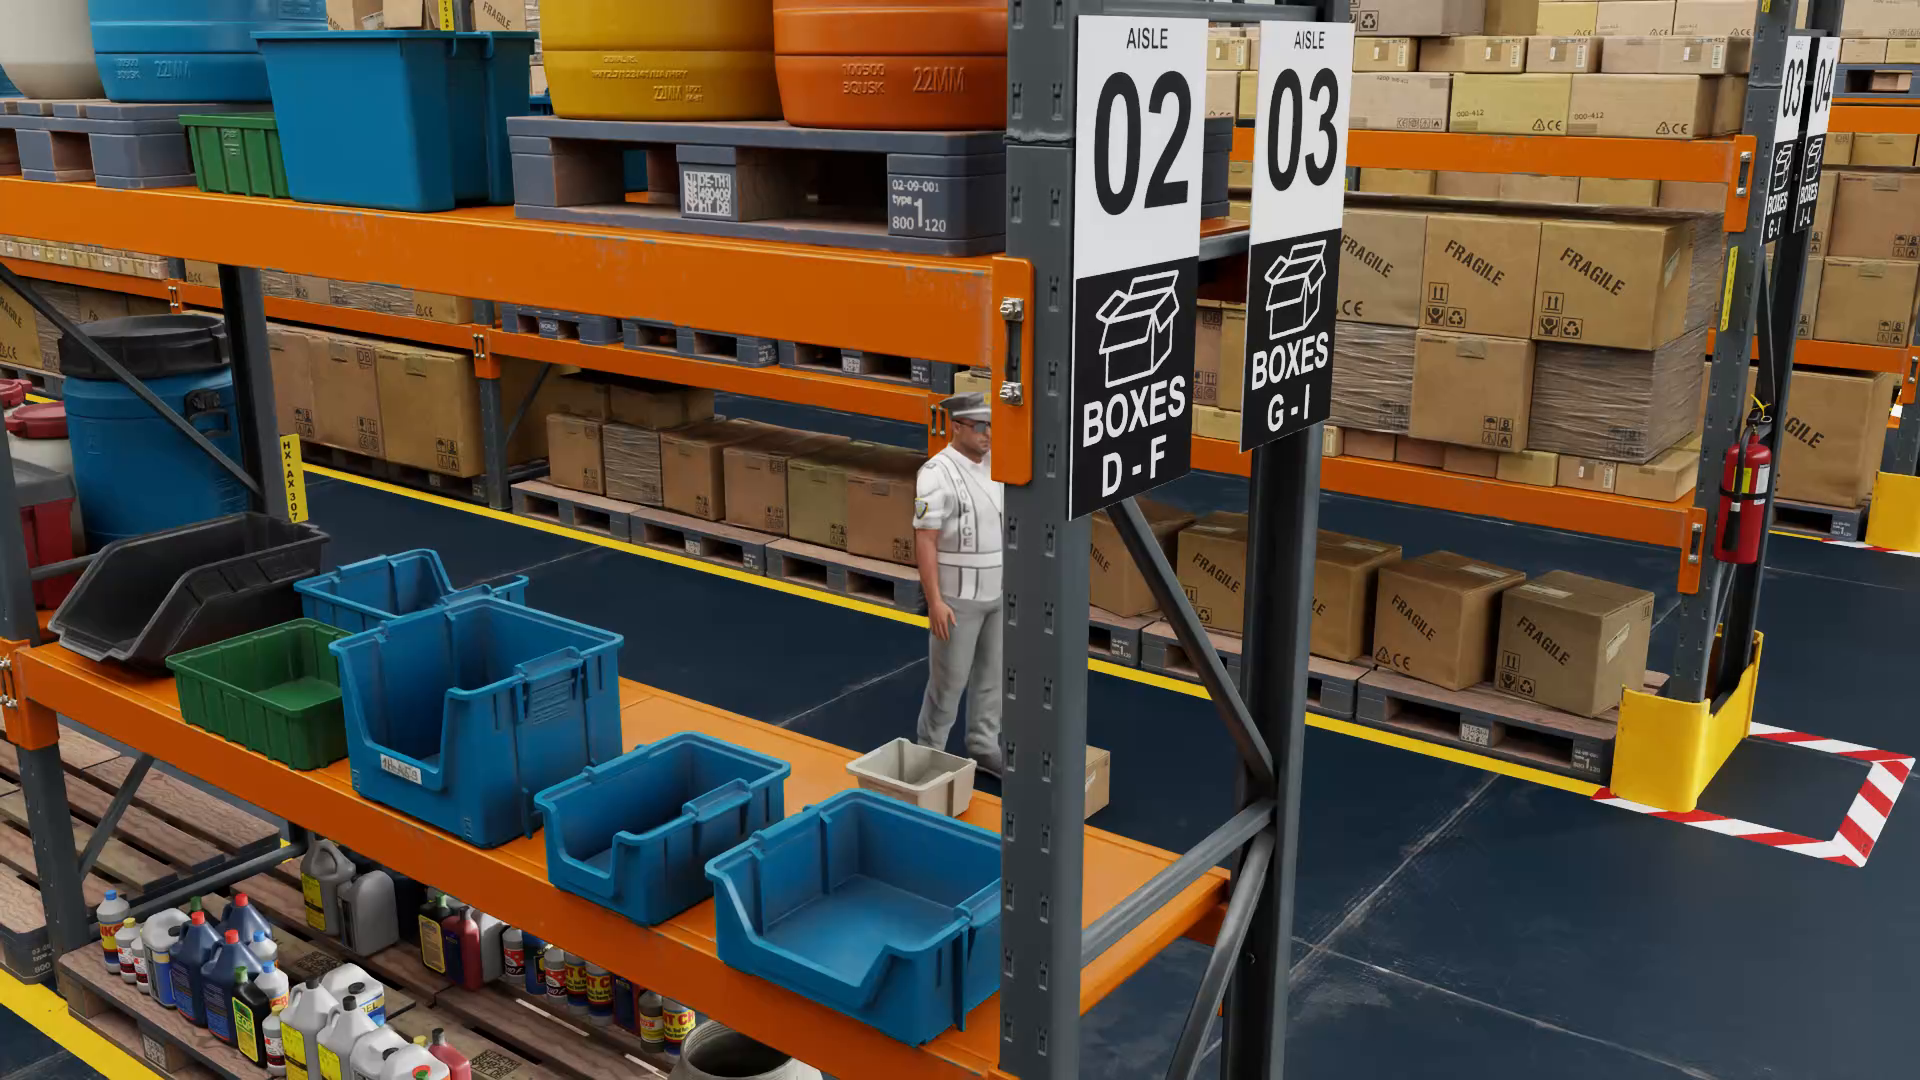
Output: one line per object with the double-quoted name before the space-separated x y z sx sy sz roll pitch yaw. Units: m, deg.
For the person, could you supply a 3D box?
"person" 0.044 0.214 7.249 0.570 1.772 0.494 -15 22 -41
